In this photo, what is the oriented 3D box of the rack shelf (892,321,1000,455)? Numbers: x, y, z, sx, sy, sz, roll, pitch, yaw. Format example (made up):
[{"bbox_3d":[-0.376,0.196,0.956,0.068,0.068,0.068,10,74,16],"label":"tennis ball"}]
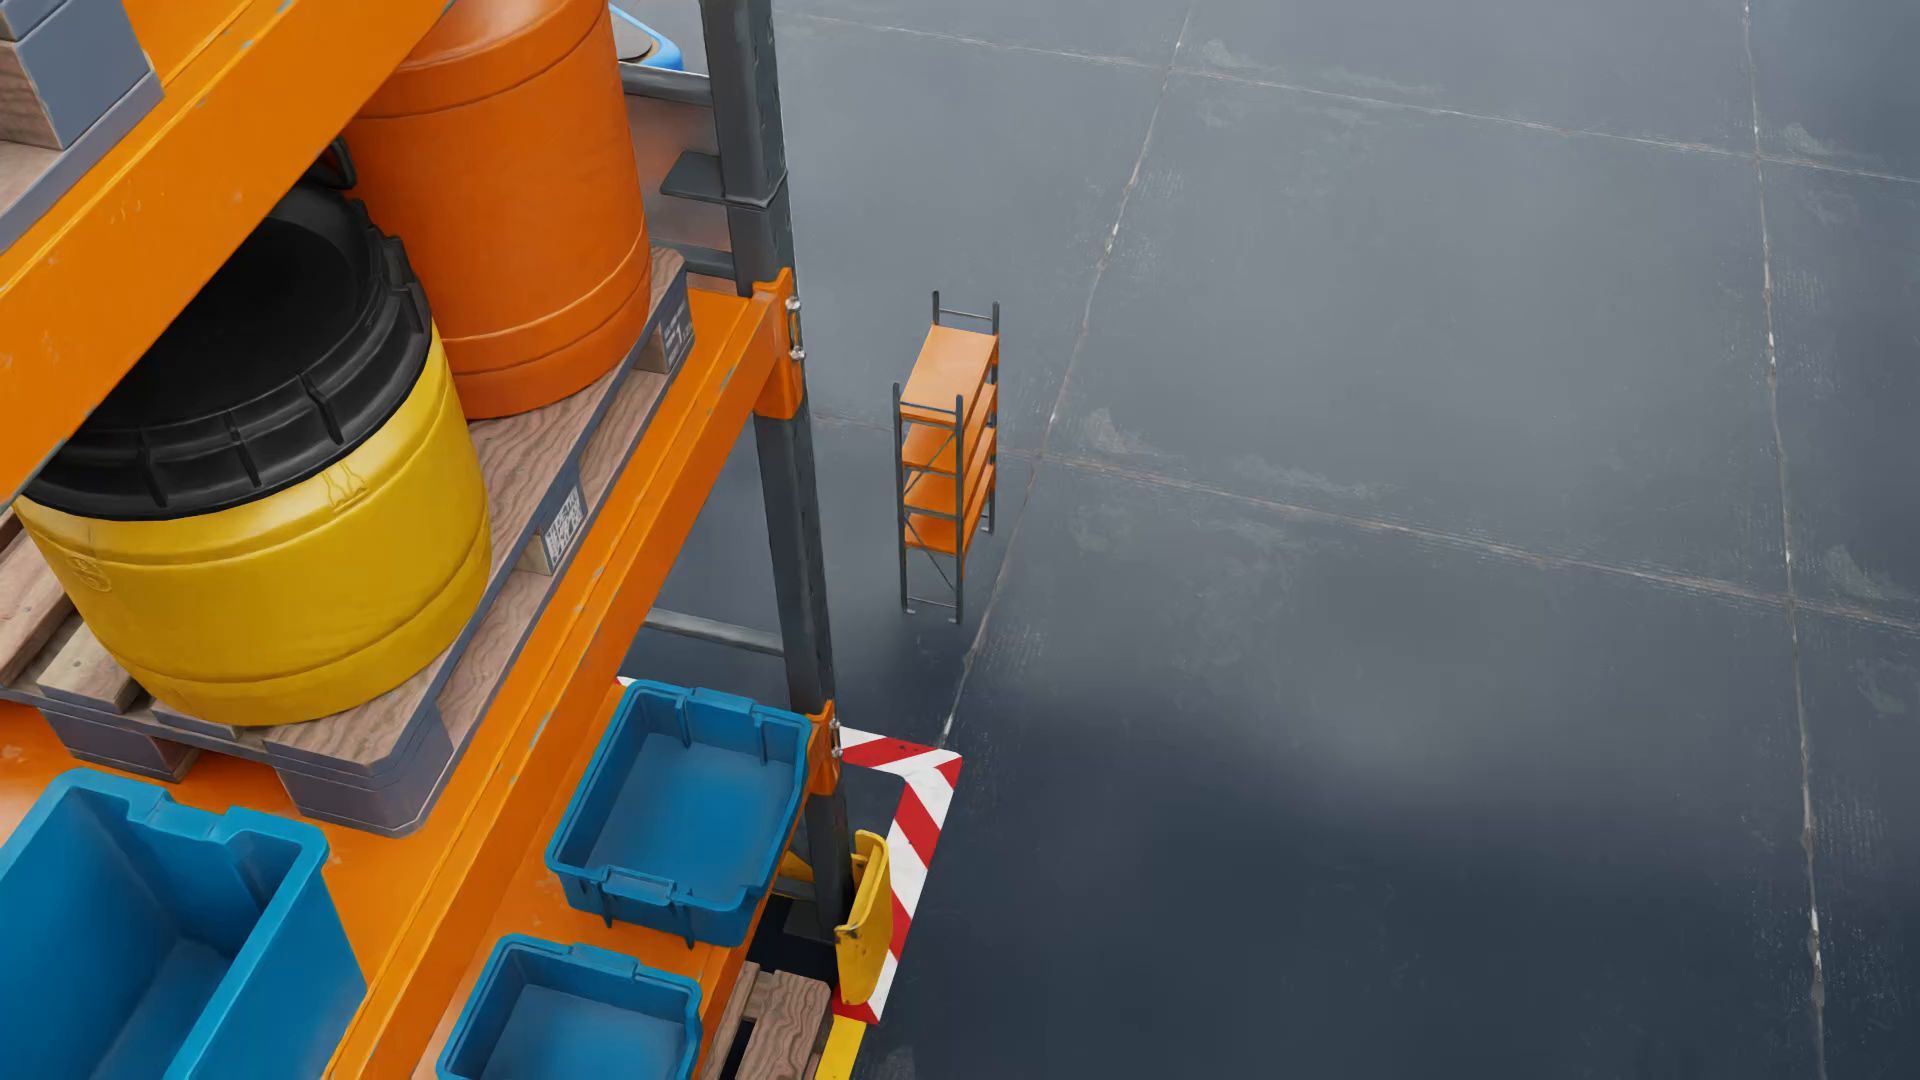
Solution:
[{"bbox_3d":[-0.044,-0.537,5.819,0.258,0.148,0.480,12,50,10],"label":"rack shelf"}]

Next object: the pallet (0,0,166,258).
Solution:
[{"bbox_3d":[-1.384,-0.172,1.211,1.003,0.211,1.213,12,50,10],"label":"pallet"}]

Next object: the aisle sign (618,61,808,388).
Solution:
[{"bbox_3d":[-0.535,-0.642,3.501,0.394,0.787,0.004,12,50,10],"label":"aisle sign"}]

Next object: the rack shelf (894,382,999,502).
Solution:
[{"bbox_3d":[-0.044,-0.381,5.996,0.258,0.148,0.480,12,50,10],"label":"rack shelf"}]

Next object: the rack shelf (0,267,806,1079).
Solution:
[{"bbox_3d":[-1.367,0.904,2.349,1.077,0.370,4.000,12,50,10],"label":"rack shelf"}]

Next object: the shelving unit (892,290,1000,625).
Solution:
[{"bbox_3d":[-0.044,-0.277,6.113,0.258,1.200,0.503,12,50,10],"label":"shelving unit"}]

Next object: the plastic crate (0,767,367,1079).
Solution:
[{"bbox_3d":[-1.052,0.663,2.093,0.392,0.384,0.575,12,50,10],"label":"plastic crate"}]

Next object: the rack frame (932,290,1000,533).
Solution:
[{"bbox_3d":[0.021,-0.454,6.269,0.240,1.200,0.015,12,50,10],"label":"rack frame"}]

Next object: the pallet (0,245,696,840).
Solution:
[{"bbox_3d":[-1.153,-0.139,2.916,1.003,0.211,1.213,12,50,10],"label":"pallet"}]

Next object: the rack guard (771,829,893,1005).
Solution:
[{"bbox_3d":[-0.815,1.103,5.362,1.175,0.500,0.348,12,50,10],"label":"rack guard"}]

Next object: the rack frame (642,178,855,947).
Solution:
[{"bbox_3d":[-0.841,0.212,4.481,1.000,3.000,0.127,12,50,10],"label":"rack frame"}]

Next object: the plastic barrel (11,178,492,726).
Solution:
[{"bbox_3d":[-1.018,-0.132,2.379,0.600,0.588,0.600,0,49,0],"label":"plastic barrel"}]

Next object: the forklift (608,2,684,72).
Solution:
[{"bbox_3d":[-2.579,-2.886,7.261,3.031,2.935,1.130,37,58,28],"label":"forklift"}]

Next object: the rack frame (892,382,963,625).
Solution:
[{"bbox_3d":[-0.108,-0.101,5.958,0.240,1.200,0.015,12,50,10],"label":"rack frame"}]

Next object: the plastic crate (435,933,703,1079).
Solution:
[{"bbox_3d":[-0.860,1.151,3.752,0.499,0.251,0.408,12,50,10],"label":"plastic crate"}]

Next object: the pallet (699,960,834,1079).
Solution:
[{"bbox_3d":[-1.034,1.786,4.952,1.003,0.211,1.213,12,50,10],"label":"pallet"}]

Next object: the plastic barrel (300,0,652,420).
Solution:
[{"bbox_3d":[-0.846,-0.685,2.706,0.600,0.830,0.708,12,50,10],"label":"plastic barrel"}]

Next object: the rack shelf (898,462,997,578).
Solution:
[{"bbox_3d":[-0.044,-0.101,6.313,0.258,0.148,0.480,12,50,10],"label":"rack shelf"}]

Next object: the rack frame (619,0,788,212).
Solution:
[{"bbox_3d":[-0.841,-1.773,2.232,1.000,3.000,0.127,12,50,10],"label":"rack frame"}]

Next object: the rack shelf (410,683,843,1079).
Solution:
[{"bbox_3d":[-1.367,1.897,3.474,1.077,0.370,4.000,12,50,10],"label":"rack shelf"}]

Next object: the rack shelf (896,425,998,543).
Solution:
[{"bbox_3d":[-0.044,-0.233,6.164,0.258,0.148,0.480,12,50,10],"label":"rack shelf"}]

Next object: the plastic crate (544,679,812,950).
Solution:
[{"bbox_3d":[-0.684,0.682,4.165,0.499,0.251,0.616,12,50,10],"label":"plastic crate"}]

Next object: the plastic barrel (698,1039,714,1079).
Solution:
[{"bbox_3d":[-0.940,1.387,4.823,0.421,0.512,0.421,0,49,0],"label":"plastic barrel"}]
